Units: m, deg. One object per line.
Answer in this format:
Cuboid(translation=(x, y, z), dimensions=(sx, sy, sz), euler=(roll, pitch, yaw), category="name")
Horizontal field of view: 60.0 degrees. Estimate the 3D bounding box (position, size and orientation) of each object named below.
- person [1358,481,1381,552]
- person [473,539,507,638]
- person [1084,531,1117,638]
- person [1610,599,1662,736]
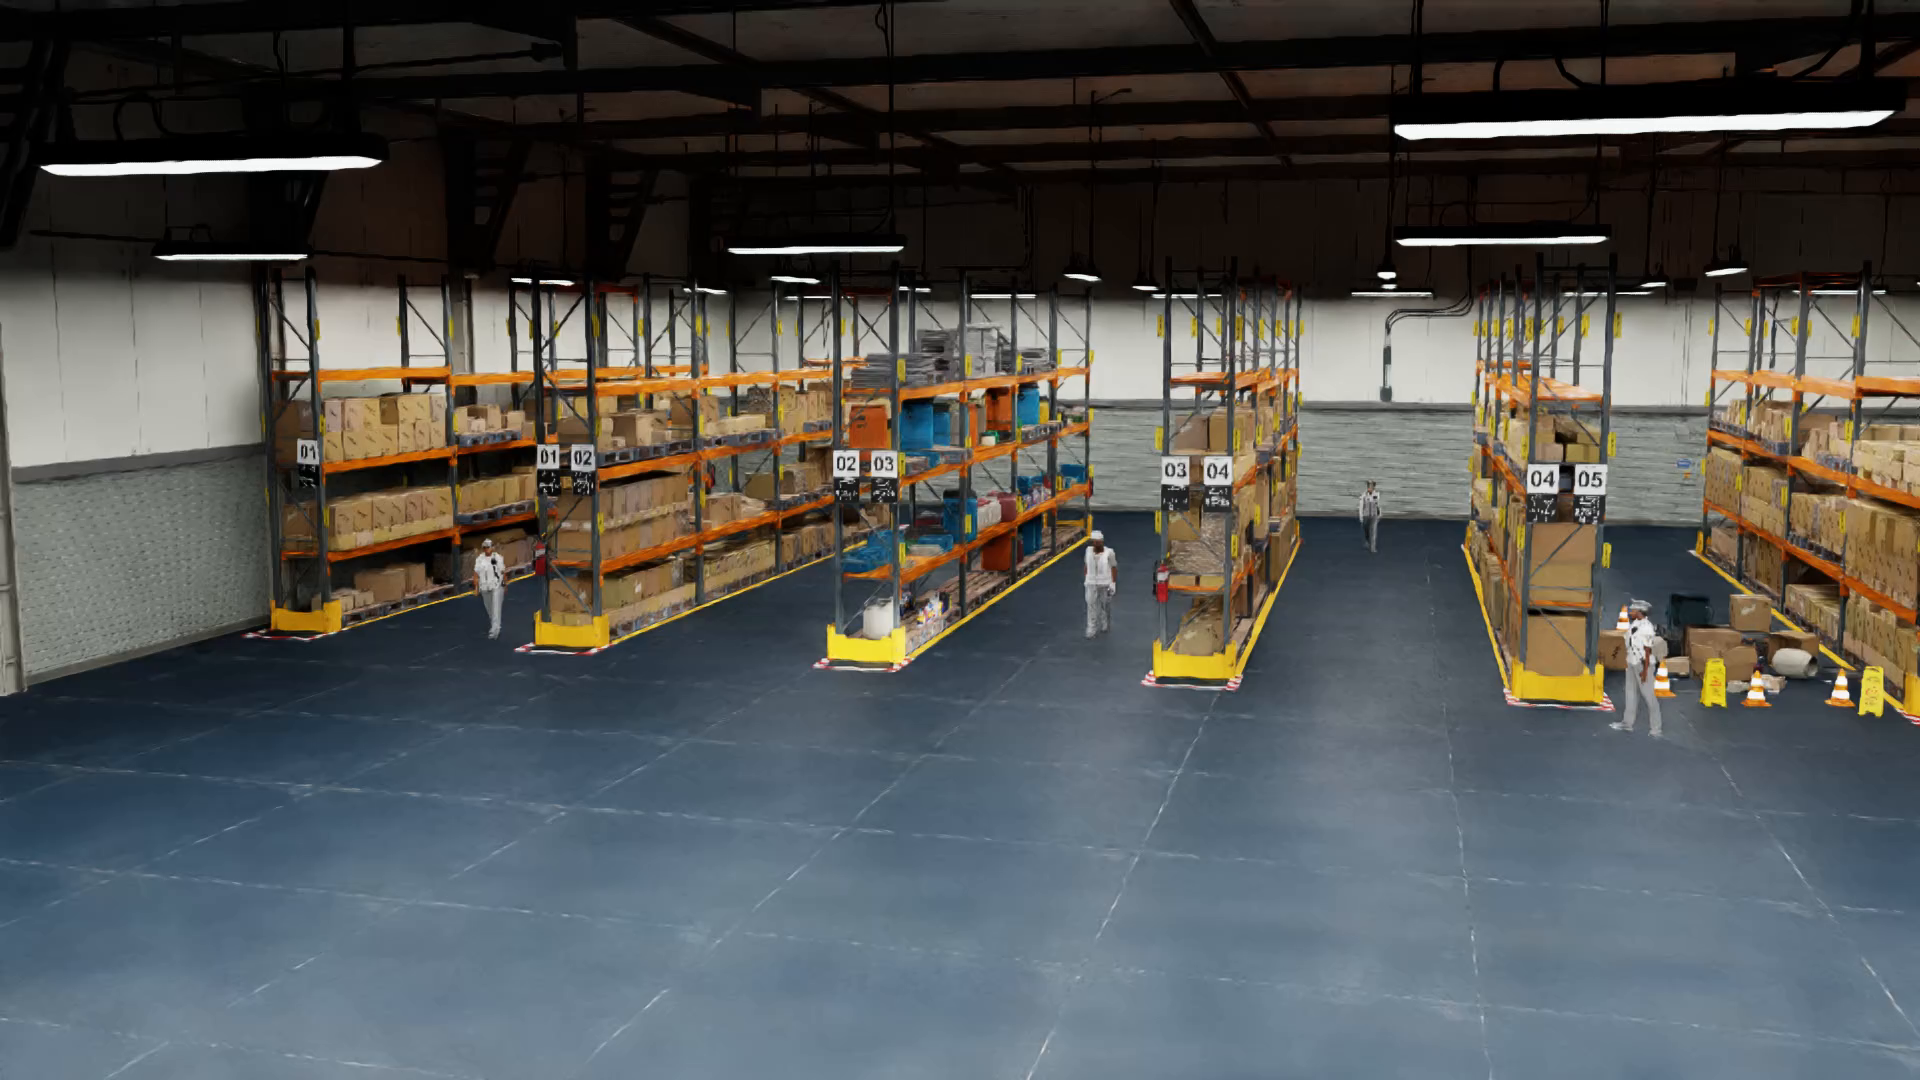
Cuboid(translation=(9.245, -0.565, 37.554), dimensions=(0.495, 1.589, 1.086), euler=(2, 8, 16), category="person")
Cuboid(translation=(-7.651, 0.768, 27.090), dimensions=(0.490, 1.597, 0.999), euler=(1, 7, 7), category="person")
Cuboid(translation=(2.278, 0.705, 27.156), dimensions=(0.579, 1.732, 1.042), euler=(2, 7, 13), category="person")
Cuboid(translation=(8.454, 1.569, 20.635), dimensions=(0.515, 1.669, 0.580), euler=(0, 7, 1), category="person")
